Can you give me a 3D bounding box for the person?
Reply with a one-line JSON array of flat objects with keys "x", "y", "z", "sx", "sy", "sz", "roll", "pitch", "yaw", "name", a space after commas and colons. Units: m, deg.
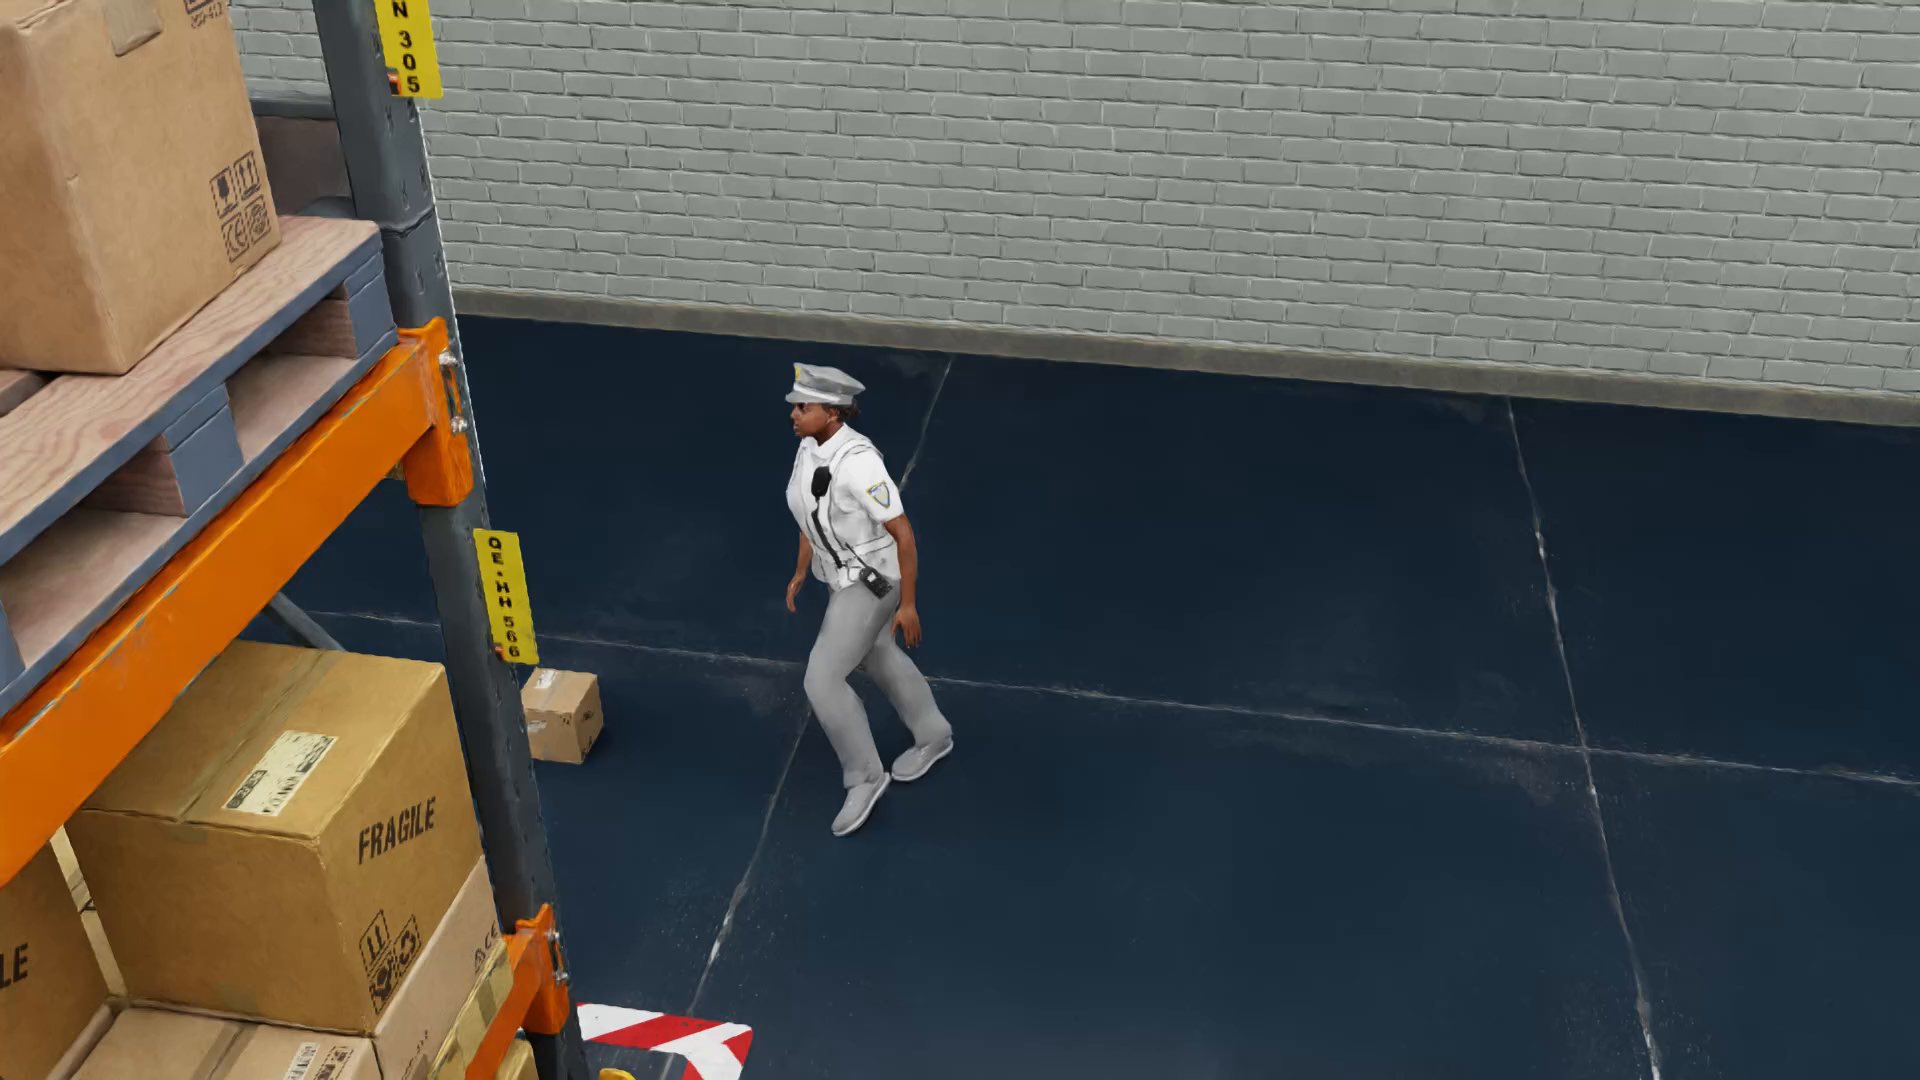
[{"x": -0.337, "y": 0.166, "z": 5.898, "sx": 0.608, "sy": 1.659, "sz": 0.665, "roll": -18, "pitch": 37, "yaw": -25, "name": "person"}]
